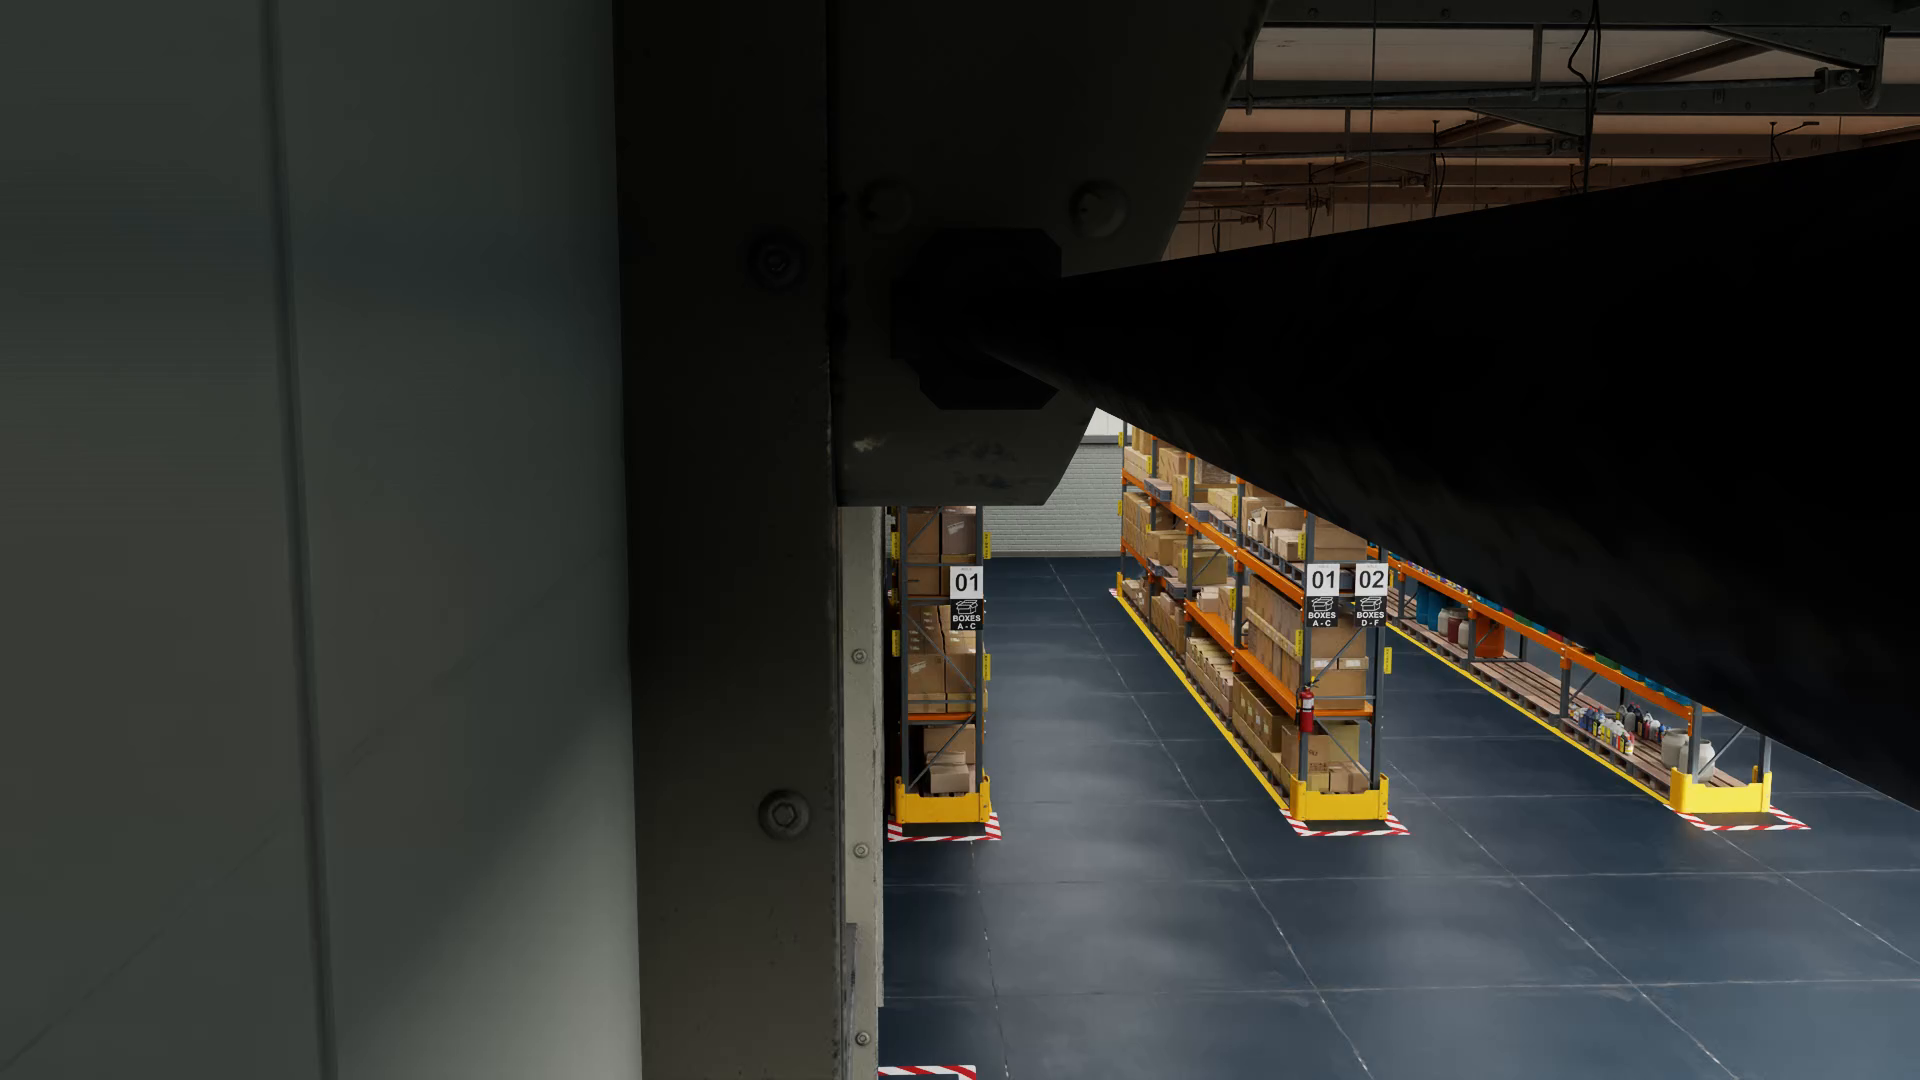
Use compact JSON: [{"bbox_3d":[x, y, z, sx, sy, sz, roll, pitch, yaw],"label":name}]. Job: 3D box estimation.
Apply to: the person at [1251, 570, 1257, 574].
[{"bbox_3d":[6.200,0.669,34.119,0.664,1.725,0.910,-1,8,-6],"label":"person"}]
